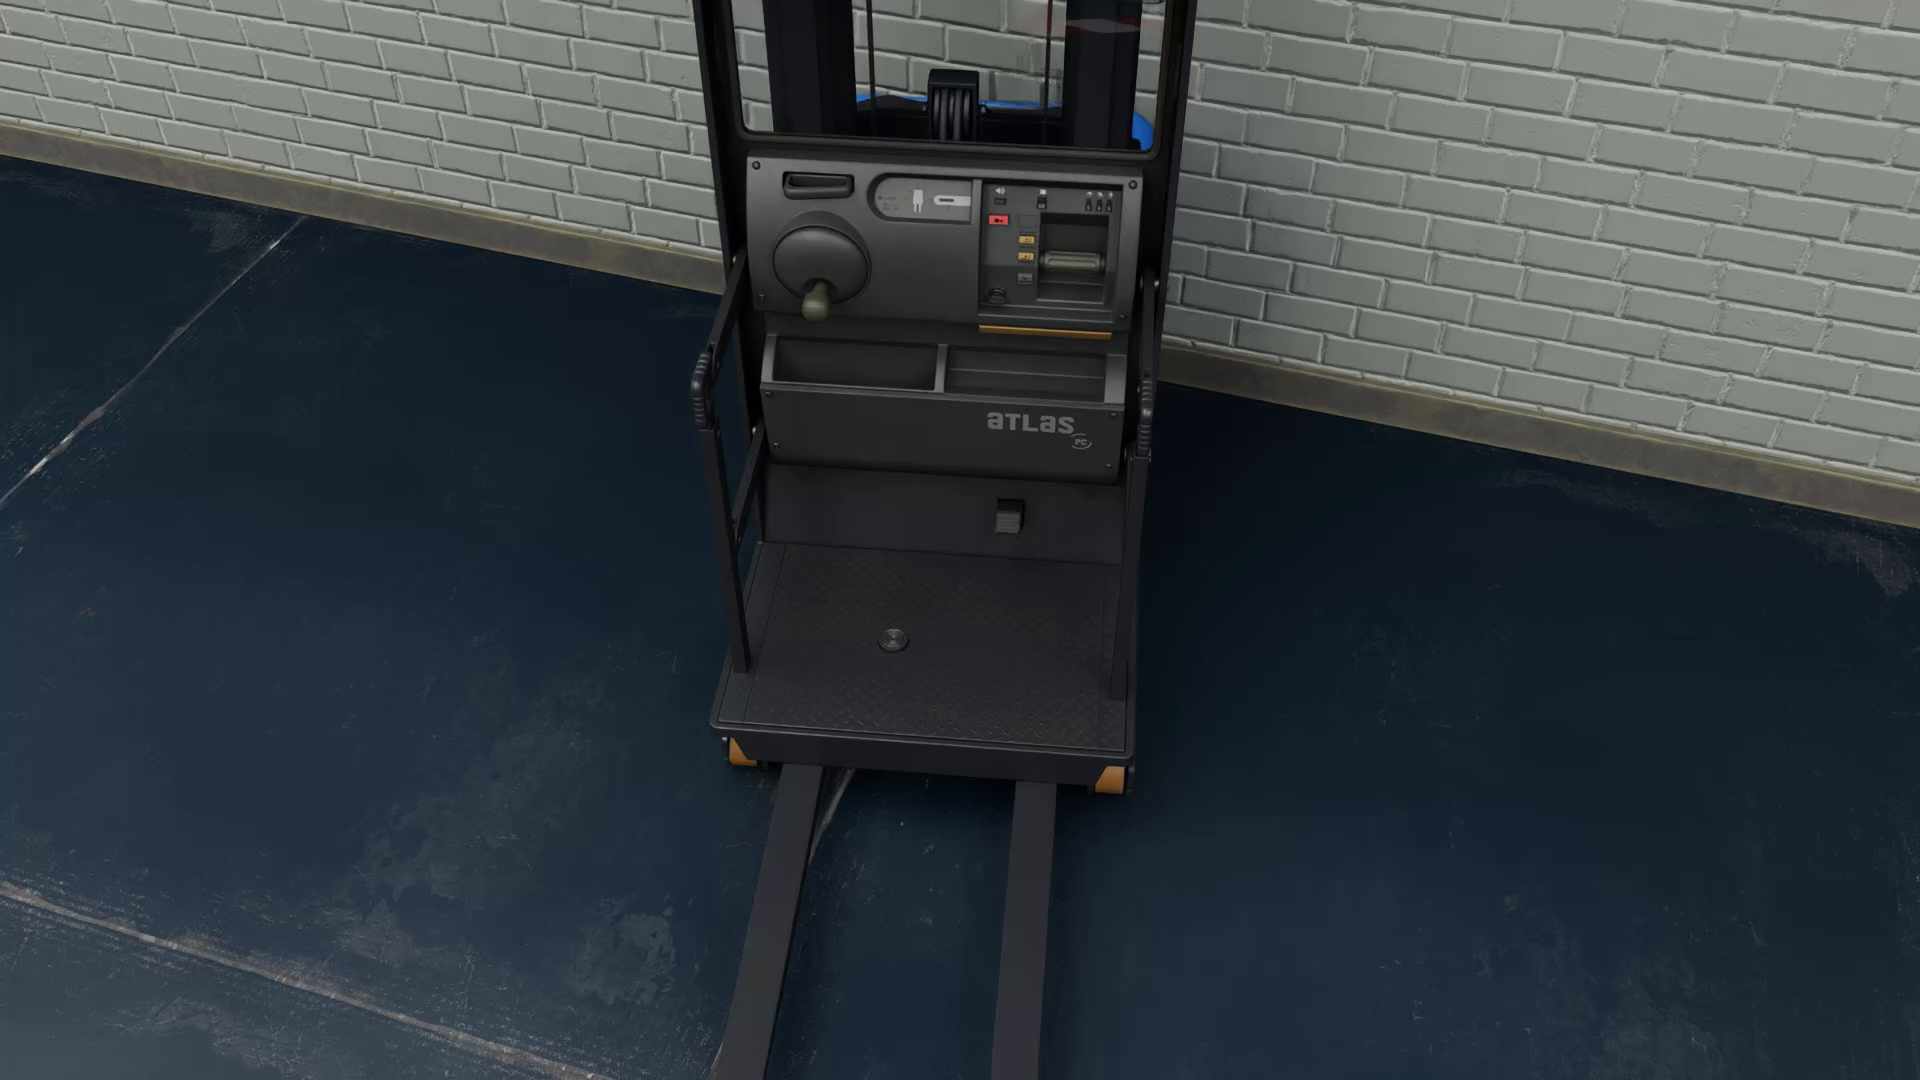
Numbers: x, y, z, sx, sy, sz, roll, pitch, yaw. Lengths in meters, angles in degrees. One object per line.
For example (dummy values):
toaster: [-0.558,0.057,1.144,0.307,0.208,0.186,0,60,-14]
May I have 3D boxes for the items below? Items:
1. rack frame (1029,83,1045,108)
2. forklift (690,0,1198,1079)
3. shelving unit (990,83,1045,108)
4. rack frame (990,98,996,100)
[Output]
rack frame: [0.190,-0.933,5.425,0.240,1.200,0.006,8,42,16]
forklift: [-0.060,-0.610,3.778,1.130,2.935,3.031,4,45,4]
shelving unit: [0.218,-0.991,5.491,0.258,1.200,0.189,8,42,16]
rack frame: [0.245,-1.049,5.556,0.240,1.200,0.006,8,42,16]
